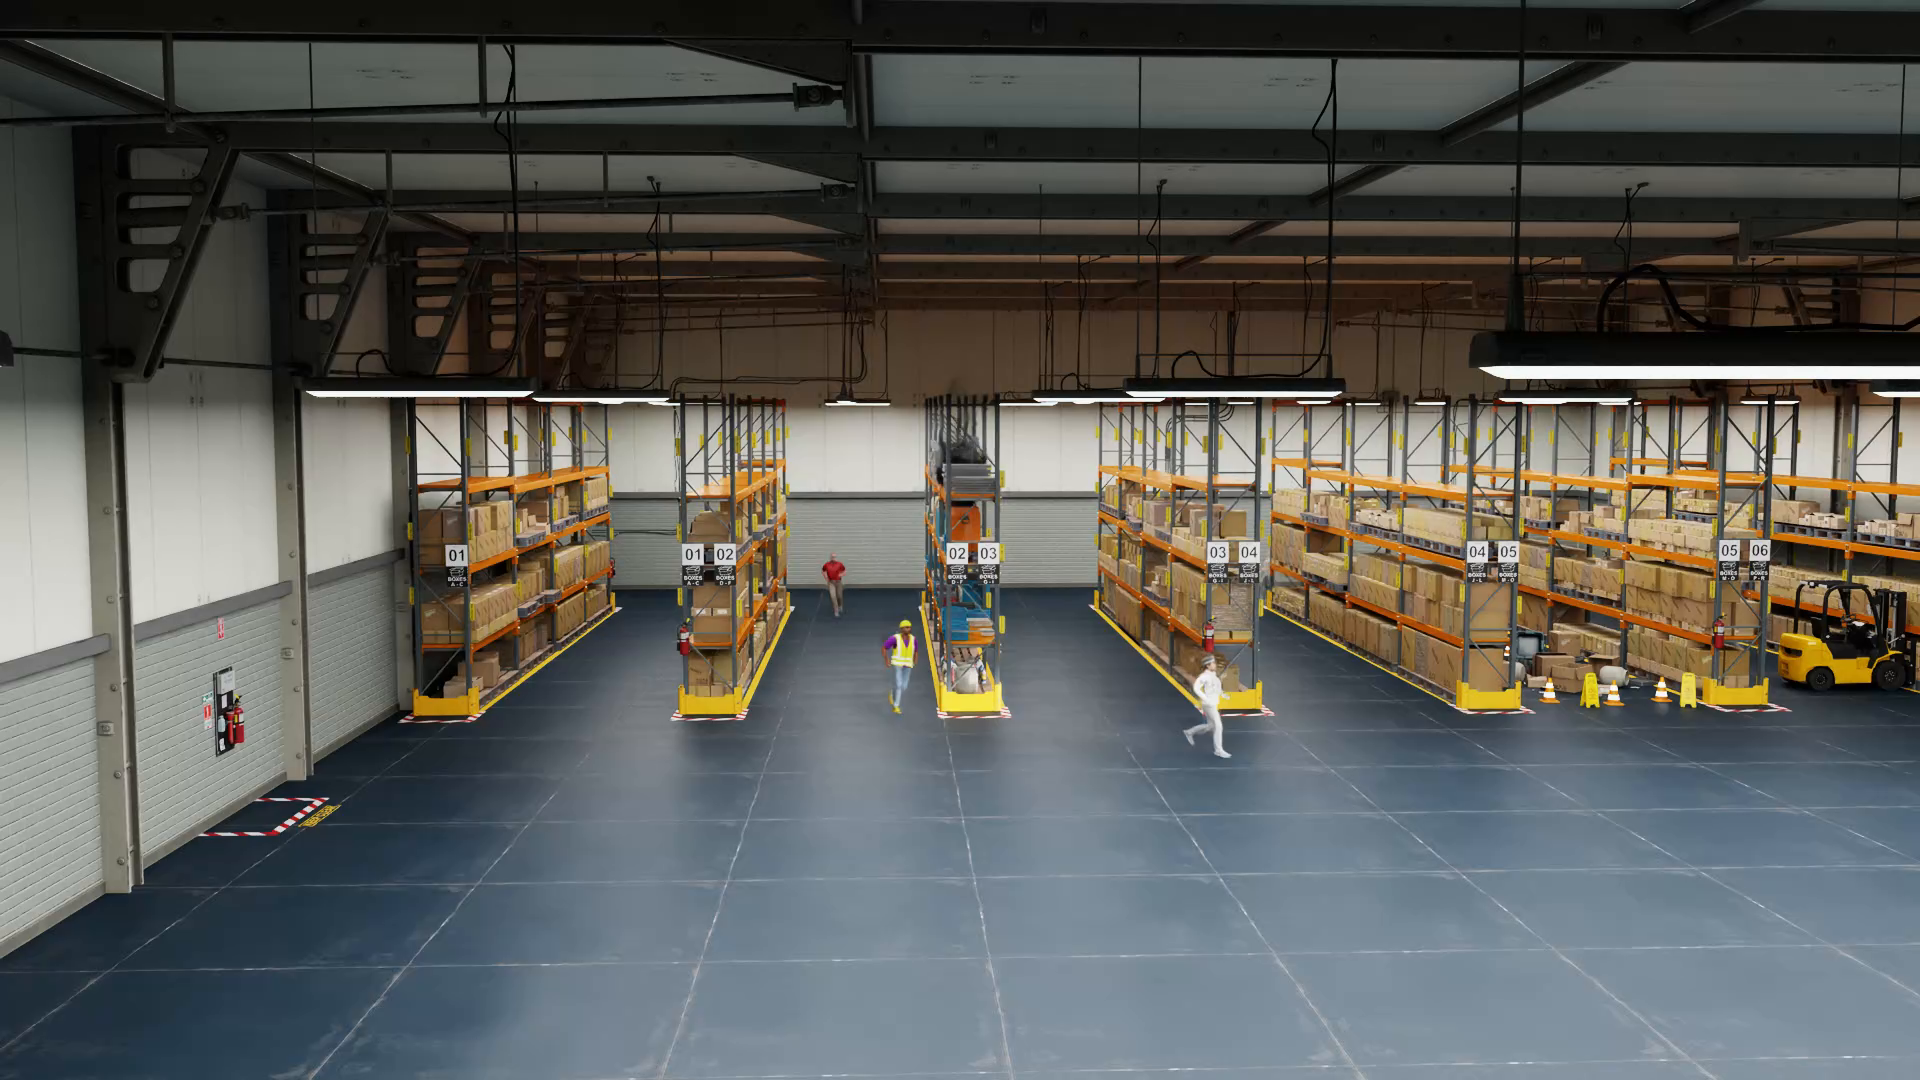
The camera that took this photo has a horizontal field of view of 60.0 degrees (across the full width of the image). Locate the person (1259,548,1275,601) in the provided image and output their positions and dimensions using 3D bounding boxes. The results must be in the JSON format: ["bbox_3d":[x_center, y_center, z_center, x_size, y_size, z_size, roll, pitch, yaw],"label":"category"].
[{"bbox_3d":[9.095,1.069,48.687,0.856,1.708,0.591,-1,5,-8],"label":"person"}]

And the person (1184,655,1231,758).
[{"bbox_3d":[4.081,2.730,27.451,0.827,1.694,0.618,2,5,24],"label":"person"}]

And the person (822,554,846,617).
[{"bbox_3d":[-3.485,1.239,46.087,0.669,1.734,0.891,-1,5,-8],"label":"person"}]

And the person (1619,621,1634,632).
[{"bbox_3d":[17.099,1.497,42.468,0.651,1.746,0.692,-1,5,-11],"label":"person"}]

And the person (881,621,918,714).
[{"bbox_3d":[-1.120,2.387,31.584,0.740,1.734,0.750,-2,5,-25],"label":"person"}]
